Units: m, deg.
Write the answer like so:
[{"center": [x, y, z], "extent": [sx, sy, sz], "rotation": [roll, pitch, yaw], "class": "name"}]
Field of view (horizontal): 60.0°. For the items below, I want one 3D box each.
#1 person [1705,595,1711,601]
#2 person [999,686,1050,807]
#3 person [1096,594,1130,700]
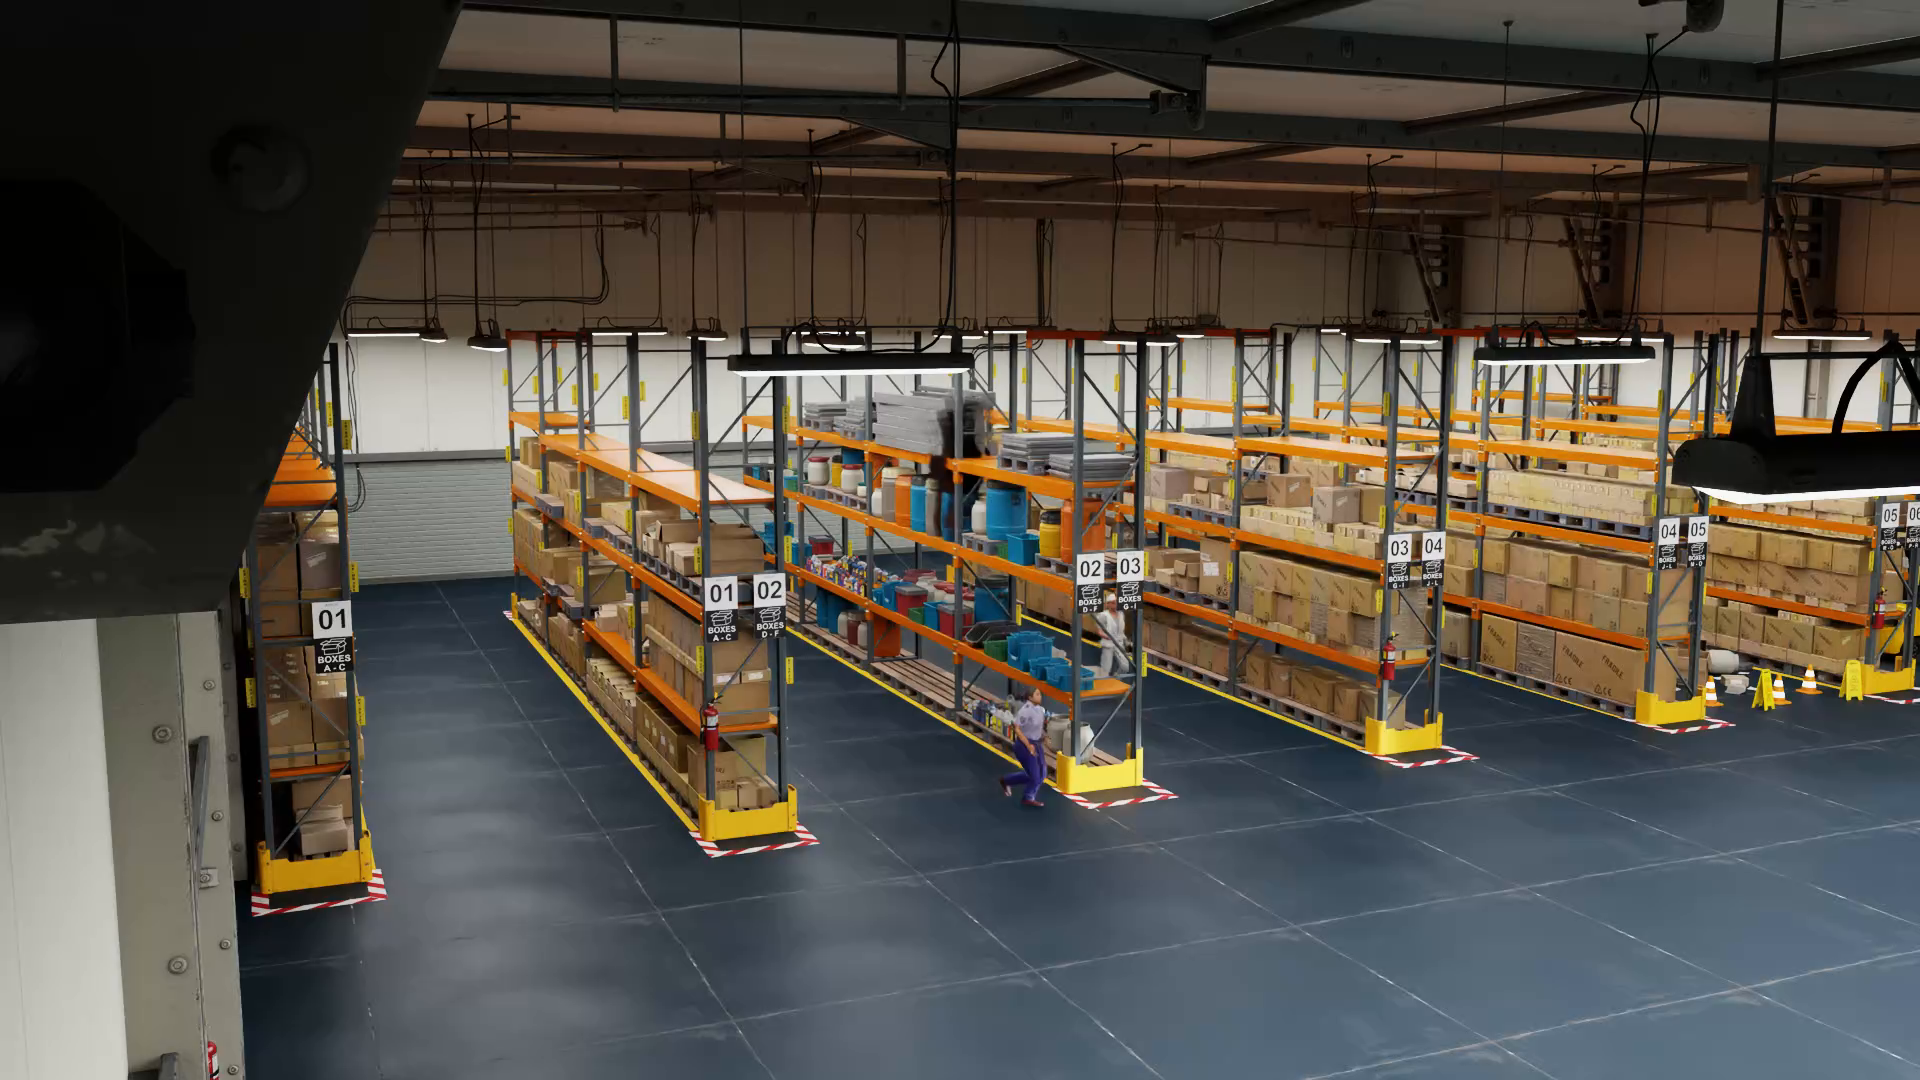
[{"center": [15.059, 0.978, 33.226], "extent": [0.661, 1.723, 0.698], "rotation": [-4, 9, -30], "class": "person"}, {"center": [0.827, 2.649, 21.427], "extent": [0.586, 1.593, 0.592], "rotation": [3, 8, 23], "class": "person"}, {"center": [2.524, 1.754, 27.204], "extent": [0.653, 1.766, 0.769], "rotation": [-4, 9, -27], "class": "person"}]
